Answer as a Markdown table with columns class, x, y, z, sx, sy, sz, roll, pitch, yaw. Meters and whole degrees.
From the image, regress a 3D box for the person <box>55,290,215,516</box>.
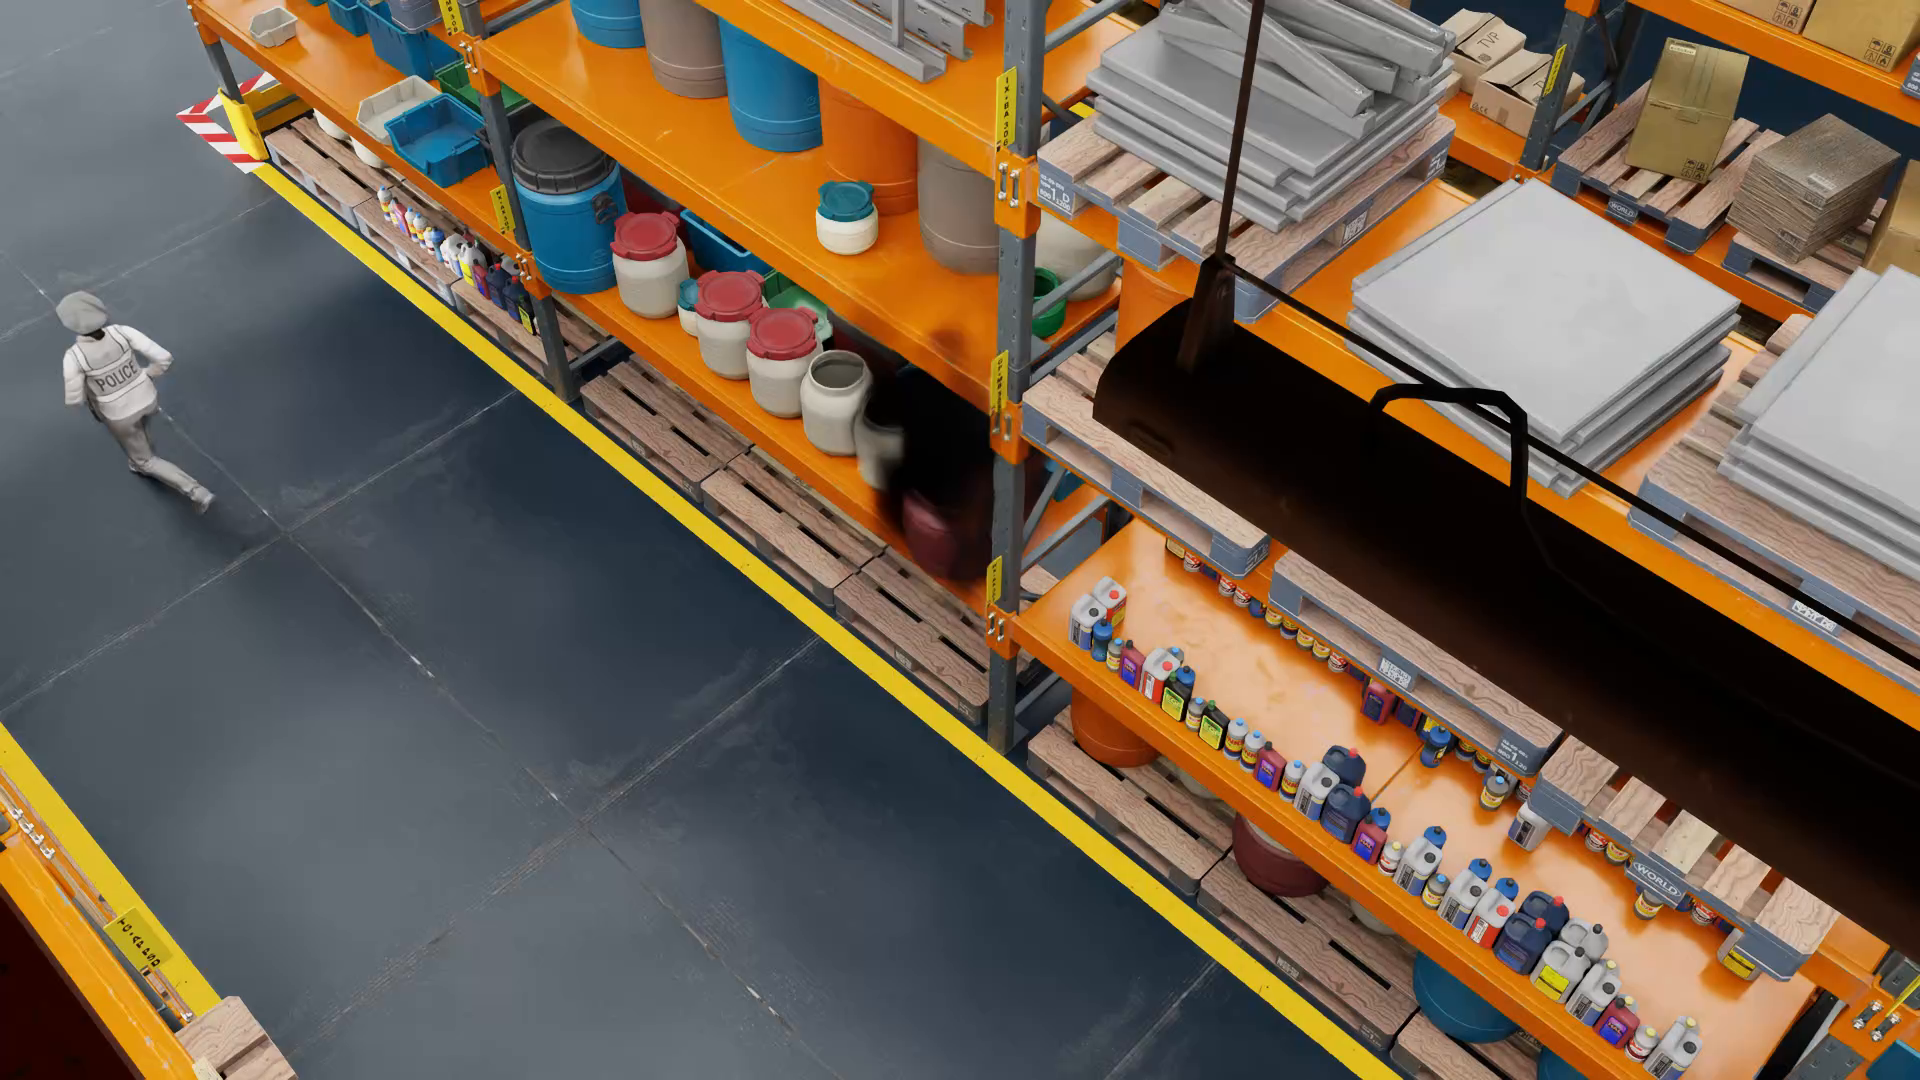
| class | x | y | z | sx | sy | sz | roll | pitch | yaw |
| --- | --- | --- | --- | --- | --- | --- | --- | --- | --- |
| person | -4.973 | -0.780 | 9.975 | 1.077 | 1.695 | 0.586 | 26 | 55 | 20 |

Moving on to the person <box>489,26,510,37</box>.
| class | x | y | z | sx | sy | sz | roll | pitch | yaw |
| --- | --- | --- | --- | --- | --- | --- | --- | --- | --- |
| person | -3.655 | -4.344 | 13.031 | 0.578 | 1.570 | 0.563 | 21 | 53 | 17 |
